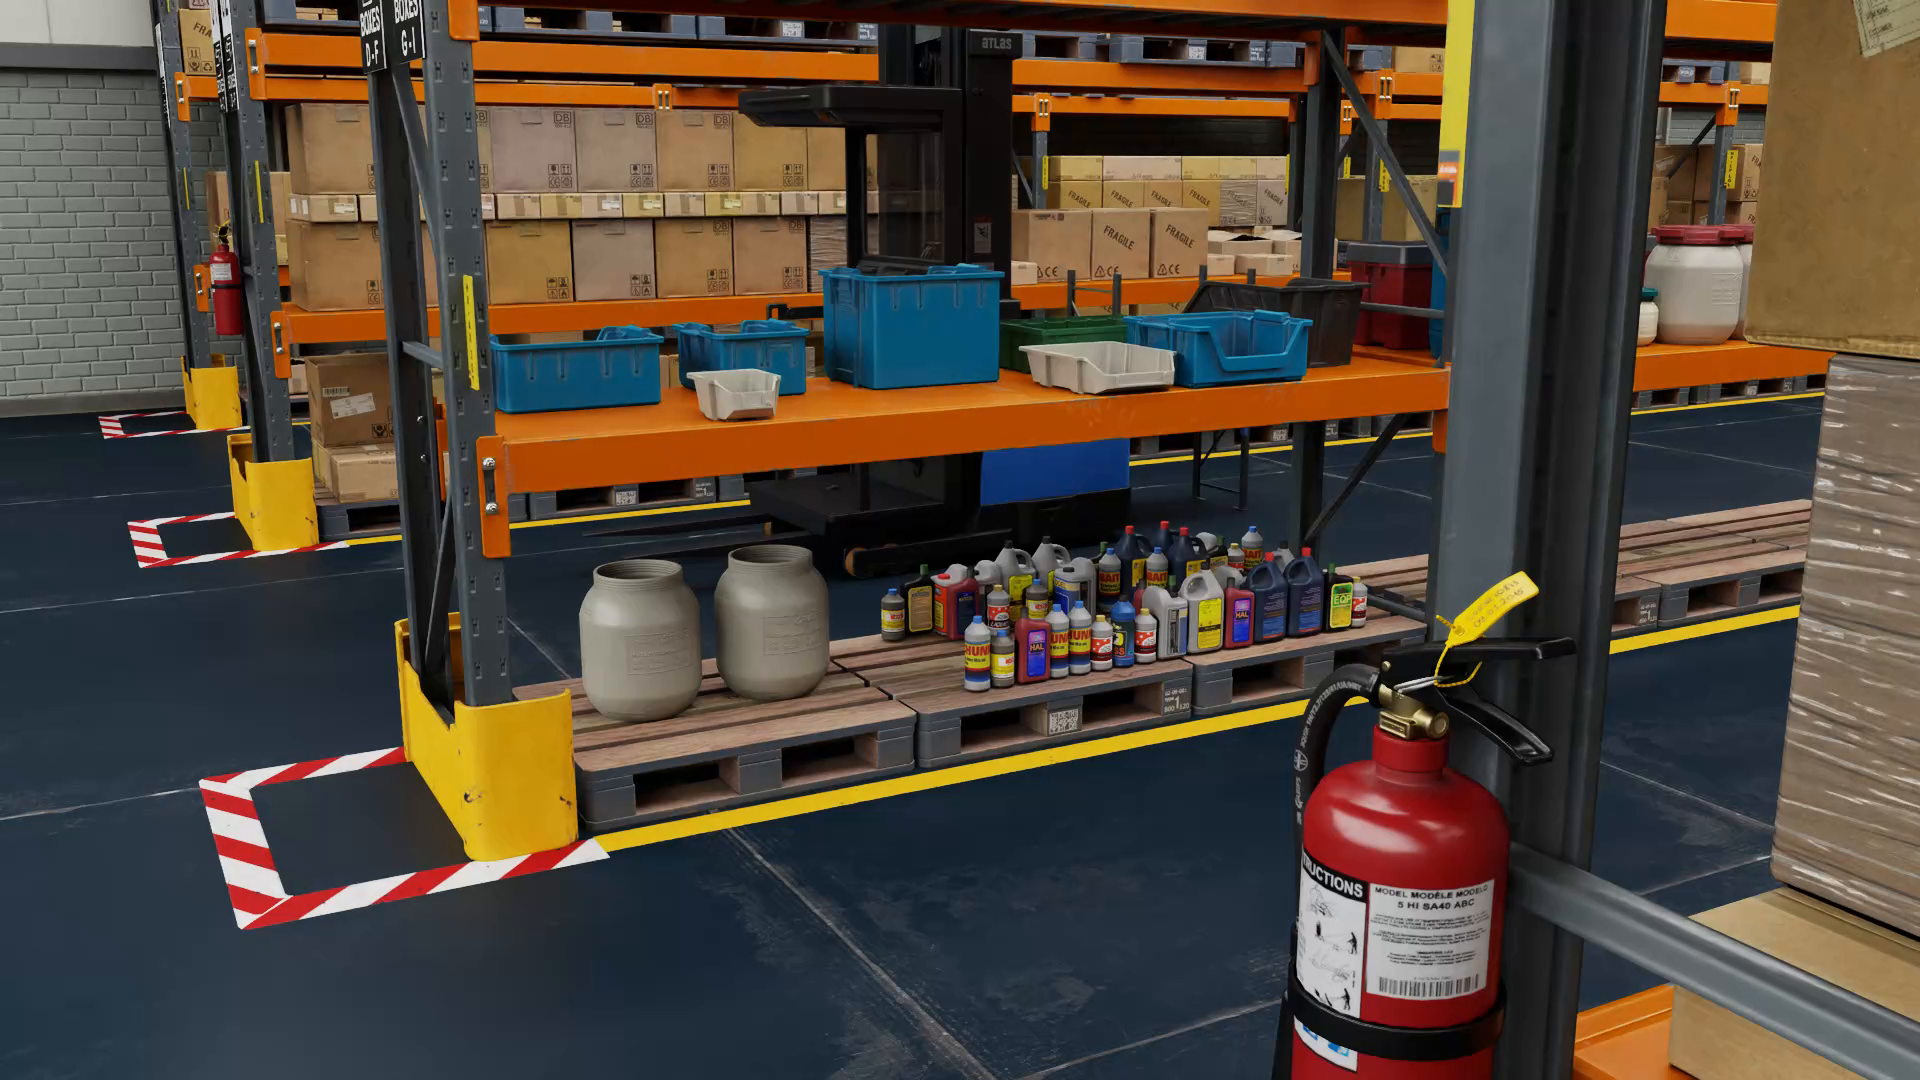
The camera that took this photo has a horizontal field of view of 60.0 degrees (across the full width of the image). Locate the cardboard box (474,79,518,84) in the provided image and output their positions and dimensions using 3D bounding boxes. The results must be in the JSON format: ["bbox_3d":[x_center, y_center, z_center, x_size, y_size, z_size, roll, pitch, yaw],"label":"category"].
[{"bbox_3d":[-4.155,-4.207,14.365,0.500,0.500,0.500,-7,15,-30],"label":"cardboard box"}]

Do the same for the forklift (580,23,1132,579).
[{"bbox_3d":[-0.536,-1.358,8.967,3.031,2.935,1.130,-8,15,-31],"label":"forklift"}]

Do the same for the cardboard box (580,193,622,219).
[{"bbox_3d":[-2.249,-2.054,10.197,0.250,0.149,0.380,-7,14,-27],"label":"cardboard box"}]

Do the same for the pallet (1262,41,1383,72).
[{"bbox_3d":[2.423,-3.651,12.600,1.003,0.211,1.213,-6,14,-25],"label":"pallet"}]

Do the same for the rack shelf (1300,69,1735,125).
[{"bbox_3d":[4.731,-3.691,13.987,4.000,0.370,1.077,-7,14,-28],"label":"rack shelf"}]

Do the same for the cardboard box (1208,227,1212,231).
[{"bbox_3d":[2.574,-3.390,18.366,0.250,0.149,0.380,-6,14,-26],"label":"cardboard box"}]

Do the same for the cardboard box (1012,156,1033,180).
[{"bbox_3d":[0.873,-3.990,17.848,0.500,0.250,0.500,-6,14,-26],"label":"cardboard box"}]

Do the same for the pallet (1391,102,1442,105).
[{"bbox_3d":[5.903,-5.375,20.032,1.213,0.211,1.003,-7,14,-28],"label":"pallet"}]

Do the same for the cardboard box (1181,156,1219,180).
[{"bbox_3d":[2.474,-4.055,18.139,0.500,0.250,0.500,-7,15,-29],"label":"cardboard box"}]

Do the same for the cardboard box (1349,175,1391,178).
[{"bbox_3d":[4.594,-3.944,19.619,0.700,0.700,0.980,-7,14,-27],"label":"cardboard box"}]

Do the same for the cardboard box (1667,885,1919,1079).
[{"bbox_3d":[0.849,0.435,1.415,0.250,0.149,0.380,-7,14,-28],"label":"cardboard box"}]

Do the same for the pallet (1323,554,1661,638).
[{"bbox_3d":[2.506,0.277,7.895,1.213,0.211,1.003,-7,14,-28],"label":"pallet"}]

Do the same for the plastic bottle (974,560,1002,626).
[{"bbox_3d":[0.082,0.229,6.963,0.135,0.276,0.152,-7,15,-29],"label":"plastic bottle"}]

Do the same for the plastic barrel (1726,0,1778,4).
[{"bbox_3d":[3.947,-2.973,8.178,0.708,0.830,0.600,-7,14,-28],"label":"plastic barrel"}]

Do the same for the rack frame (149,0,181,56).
[{"bbox_3d":[-6.423,-5.408,13.144,0.127,3.000,1.000,-7,14,-28],"label":"rack frame"}]

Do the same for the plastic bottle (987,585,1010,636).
[{"bbox_3d":[0.158,0.287,6.873,0.097,0.201,0.097,0,13,0],"label":"plastic bottle"}]

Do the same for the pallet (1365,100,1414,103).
[{"bbox_3d":[4.833,-5.248,19.466,1.213,0.211,1.003,-7,14,-28],"label":"pallet"}]

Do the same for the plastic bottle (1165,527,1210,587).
[{"bbox_3d":[0.997,0.118,7.286,0.185,0.351,0.144,-7,14,-28],"label":"plastic bottle"}]

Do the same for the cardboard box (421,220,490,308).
[{"bbox_3d":[-3.172,-1.679,10.008,0.500,0.500,0.700,-6,14,-26],"label":"cardboard box"}]

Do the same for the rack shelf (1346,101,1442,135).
[{"bbox_3d":[5.865,-5.067,20.097,4.000,0.370,1.077,-7,14,-28],"label":"rack shelf"}]

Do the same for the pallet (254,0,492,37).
[{"bbox_3d":[-3.413,-3.017,9.551,1.213,0.211,1.003,-7,14,-28],"label":"pallet"}]

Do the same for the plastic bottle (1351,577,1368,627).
[{"bbox_3d":[1.666,0.256,7.011,0.097,0.201,0.097,0,13,0],"label":"plastic bottle"}]

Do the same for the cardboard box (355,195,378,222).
[{"bbox_3d":[-3.368,-1.920,9.605,0.250,0.149,0.380,-7,15,-29],"label":"cardboard box"}]

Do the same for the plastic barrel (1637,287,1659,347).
[{"bbox_3d":[3.070,-1.035,7.691,0.301,0.262,0.301,0,13,0],"label":"plastic barrel"}]

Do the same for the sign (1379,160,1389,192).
[{"bbox_3d":[3.245,-2.827,12.701,0.005,0.325,0.100,-7,14,-28],"label":"sign"}]

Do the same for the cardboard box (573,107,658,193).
[{"bbox_3d":[-2.243,-2.423,10.362,0.500,0.500,0.700,-7,14,-28],"label":"cardboard box"}]

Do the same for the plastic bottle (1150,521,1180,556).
[{"bbox_3d":[0.928,0.090,7.409,0.185,0.351,0.144,-6,14,-26],"label":"plastic bottle"}]

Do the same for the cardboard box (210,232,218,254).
[{"bbox_3d":[-6.105,-2.504,14.201,0.500,0.250,0.500,-7,14,-27],"label":"cardboard box"}]

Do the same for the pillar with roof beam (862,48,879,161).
[{"bbox_3d":[1.106,-5.450,13.330,0.400,9.000,9.100,-7,14,-28],"label":"pillar with roof beam"}]

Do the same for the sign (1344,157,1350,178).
[{"bbox_3d":[4.379,-4.166,18.834,0.005,0.325,0.100,-7,14,-28],"label":"sign"}]

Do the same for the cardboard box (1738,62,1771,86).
[{"bbox_3d":[7.032,-4.183,14.874,0.500,0.250,0.500,-7,14,-28],"label":"cardboard box"}]

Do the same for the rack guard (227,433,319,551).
[{"bbox_3d":[-4.067,-0.305,9.826,0.348,0.500,1.175,-7,14,-28],"label":"rack guard"}]

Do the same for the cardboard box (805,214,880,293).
[{"bbox_3d":[-0.922,-1.949,11.209,0.500,0.500,0.700,-7,15,-29],"label":"cardboard box"}]

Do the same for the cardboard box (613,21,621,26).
[{"bbox_3d":[-3.222,-4.807,14.754,0.500,0.500,0.500,-8,15,-33],"label":"cardboard box"}]

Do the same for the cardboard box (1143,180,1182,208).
[{"bbox_3d":[2.048,-3.634,17.972,0.500,0.500,0.500,-7,14,-28],"label":"cardboard box"}]

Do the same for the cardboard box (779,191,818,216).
[{"bbox_3d":[-1.118,-2.189,10.801,0.250,0.149,0.380,-7,15,-30],"label":"cardboard box"}]

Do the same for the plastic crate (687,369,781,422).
[{"bbox_3d":[-0.736,-0.476,5.491,0.250,0.136,0.298,-7,14,-28],"label":"plastic crate"}]

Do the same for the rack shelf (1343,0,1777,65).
[{"bbox_3d":[3.590,-2.316,7.873,4.000,0.370,1.077,-7,14,-28],"label":"rack shelf"}]

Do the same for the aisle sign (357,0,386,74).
[{"bbox_3d":[-1.881,-1.890,5.254,0.004,0.787,0.394,-7,14,-28],"label":"aisle sign"}]

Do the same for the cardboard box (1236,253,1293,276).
[{"bbox_3d":[2.319,-2.098,12.673,0.250,0.149,0.380,-7,14,-28],"label":"cardboard box"}]

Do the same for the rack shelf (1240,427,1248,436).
[{"bbox_3d":[1.221,-0.726,10.240,1.000,0.185,0.538,-8,15,-31],"label":"rack shelf"}]

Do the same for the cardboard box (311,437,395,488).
[{"bbox_3d":[-3.717,-0.504,10.322,0.500,0.250,0.500,-7,14,-28],"label":"cardboard box"}]

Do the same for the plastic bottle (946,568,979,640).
[{"bbox_3d":[0.012,0.260,6.806,0.133,0.283,0.061,-7,14,-28],"label":"plastic bottle"}]

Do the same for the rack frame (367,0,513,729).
[{"bbox_3d":[-1.676,-0.572,5.319,0.127,3.000,1.000,-7,14,-28],"label":"rack frame"}]

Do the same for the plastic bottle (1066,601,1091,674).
[{"bbox_3d":[0.453,0.367,6.358,0.097,0.271,0.097,0,13,0],"label":"plastic bottle"}]

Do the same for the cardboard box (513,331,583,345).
[{"bbox_3d":[-3.804,-1.780,15.379,0.500,0.500,0.500,-8,15,-32],"label":"cardboard box"}]

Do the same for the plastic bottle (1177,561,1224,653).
[{"bbox_3d":[0.956,0.262,6.643,0.185,0.351,0.144,-7,14,-28],"label":"plastic bottle"}]

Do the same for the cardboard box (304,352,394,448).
[{"bbox_3d":[-3.718,-0.870,10.241,0.500,0.500,0.500,-7,14,-28],"label":"cardboard box"}]

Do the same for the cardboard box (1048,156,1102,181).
[{"bbox_3d":[1.146,-3.893,17.419,0.500,0.250,0.500,-6,14,-27],"label":"cardboard box"}]

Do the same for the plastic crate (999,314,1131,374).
[{"bbox_3d":[0.508,-0.801,6.819,0.662,0.188,0.450,-7,14,-28],"label":"plastic crate"}]

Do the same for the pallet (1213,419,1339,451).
[{"bbox_3d":[2.235,-0.929,13.257,1.213,0.211,1.003,-7,14,-28],"label":"pallet"}]

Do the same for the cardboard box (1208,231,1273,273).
[{"bbox_3d":[2.098,-2.268,13.060,0.500,0.311,0.500,-7,14,-29],"label":"cardboard box"}]

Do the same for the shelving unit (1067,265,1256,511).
[{"bbox_3d":[1.221,-0.902,10.201,1.048,1.500,0.538,-8,15,-31],"label":"shelving unit"}]

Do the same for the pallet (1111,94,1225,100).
[{"bbox_3d":[2.119,-4.890,18.105,1.213,0.211,1.003,-6,14,-25],"label":"pallet"}]
